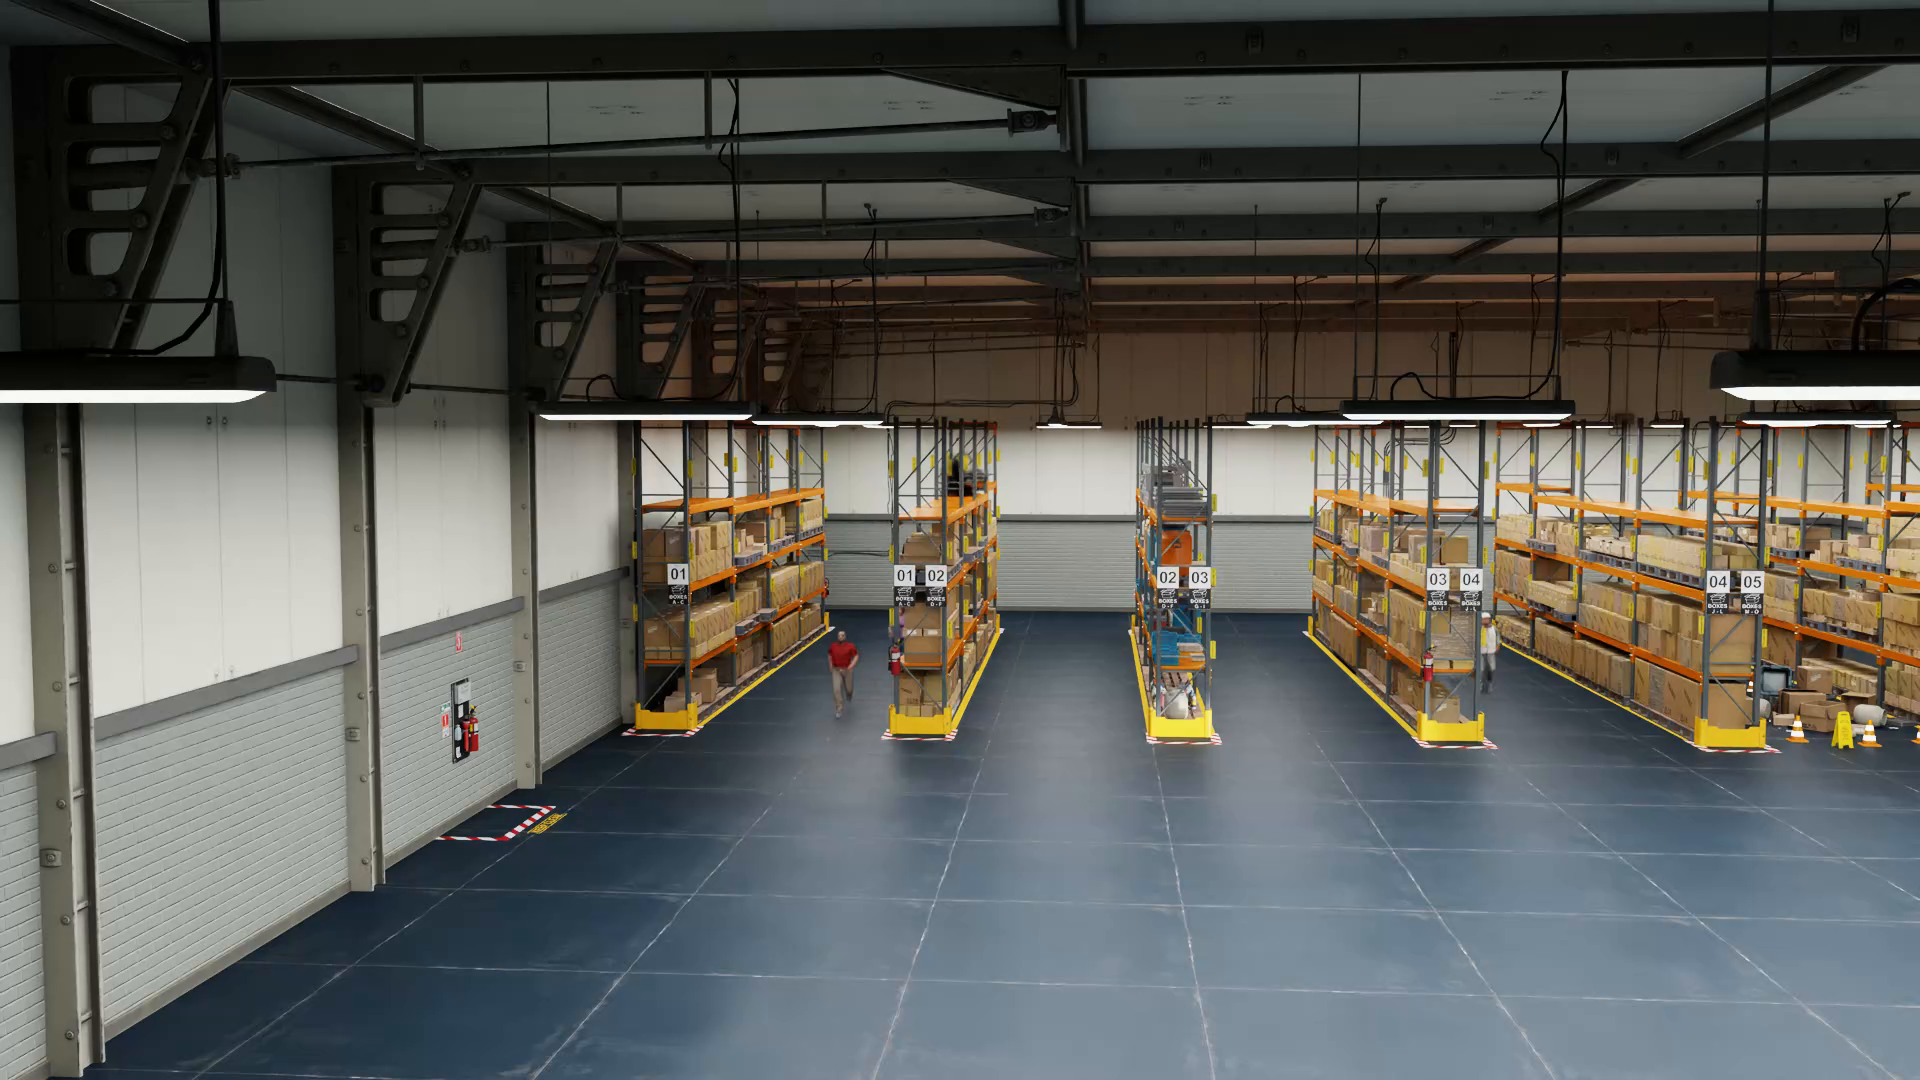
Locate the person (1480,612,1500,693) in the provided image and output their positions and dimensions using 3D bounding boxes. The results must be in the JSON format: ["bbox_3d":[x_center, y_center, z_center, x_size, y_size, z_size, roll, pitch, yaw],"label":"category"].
[{"bbox_3d":[11.526,2.478,36.408,0.673,1.806,0.706,0,4,3],"label":"person"}]

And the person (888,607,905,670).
[{"bbox_3d":[-1.463,2.349,39.974,0.522,1.553,0.577,0,4,-2],"label":"person"}]

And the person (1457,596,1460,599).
[{"bbox_3d":[13.452,2.062,44.486,0.613,1.602,0.954,0,4,6],"label":"person"}]

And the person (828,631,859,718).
[{"bbox_3d":[-2.379,2.697,33.766,0.643,1.719,1.018,0,4,0],"label":"person"}]
